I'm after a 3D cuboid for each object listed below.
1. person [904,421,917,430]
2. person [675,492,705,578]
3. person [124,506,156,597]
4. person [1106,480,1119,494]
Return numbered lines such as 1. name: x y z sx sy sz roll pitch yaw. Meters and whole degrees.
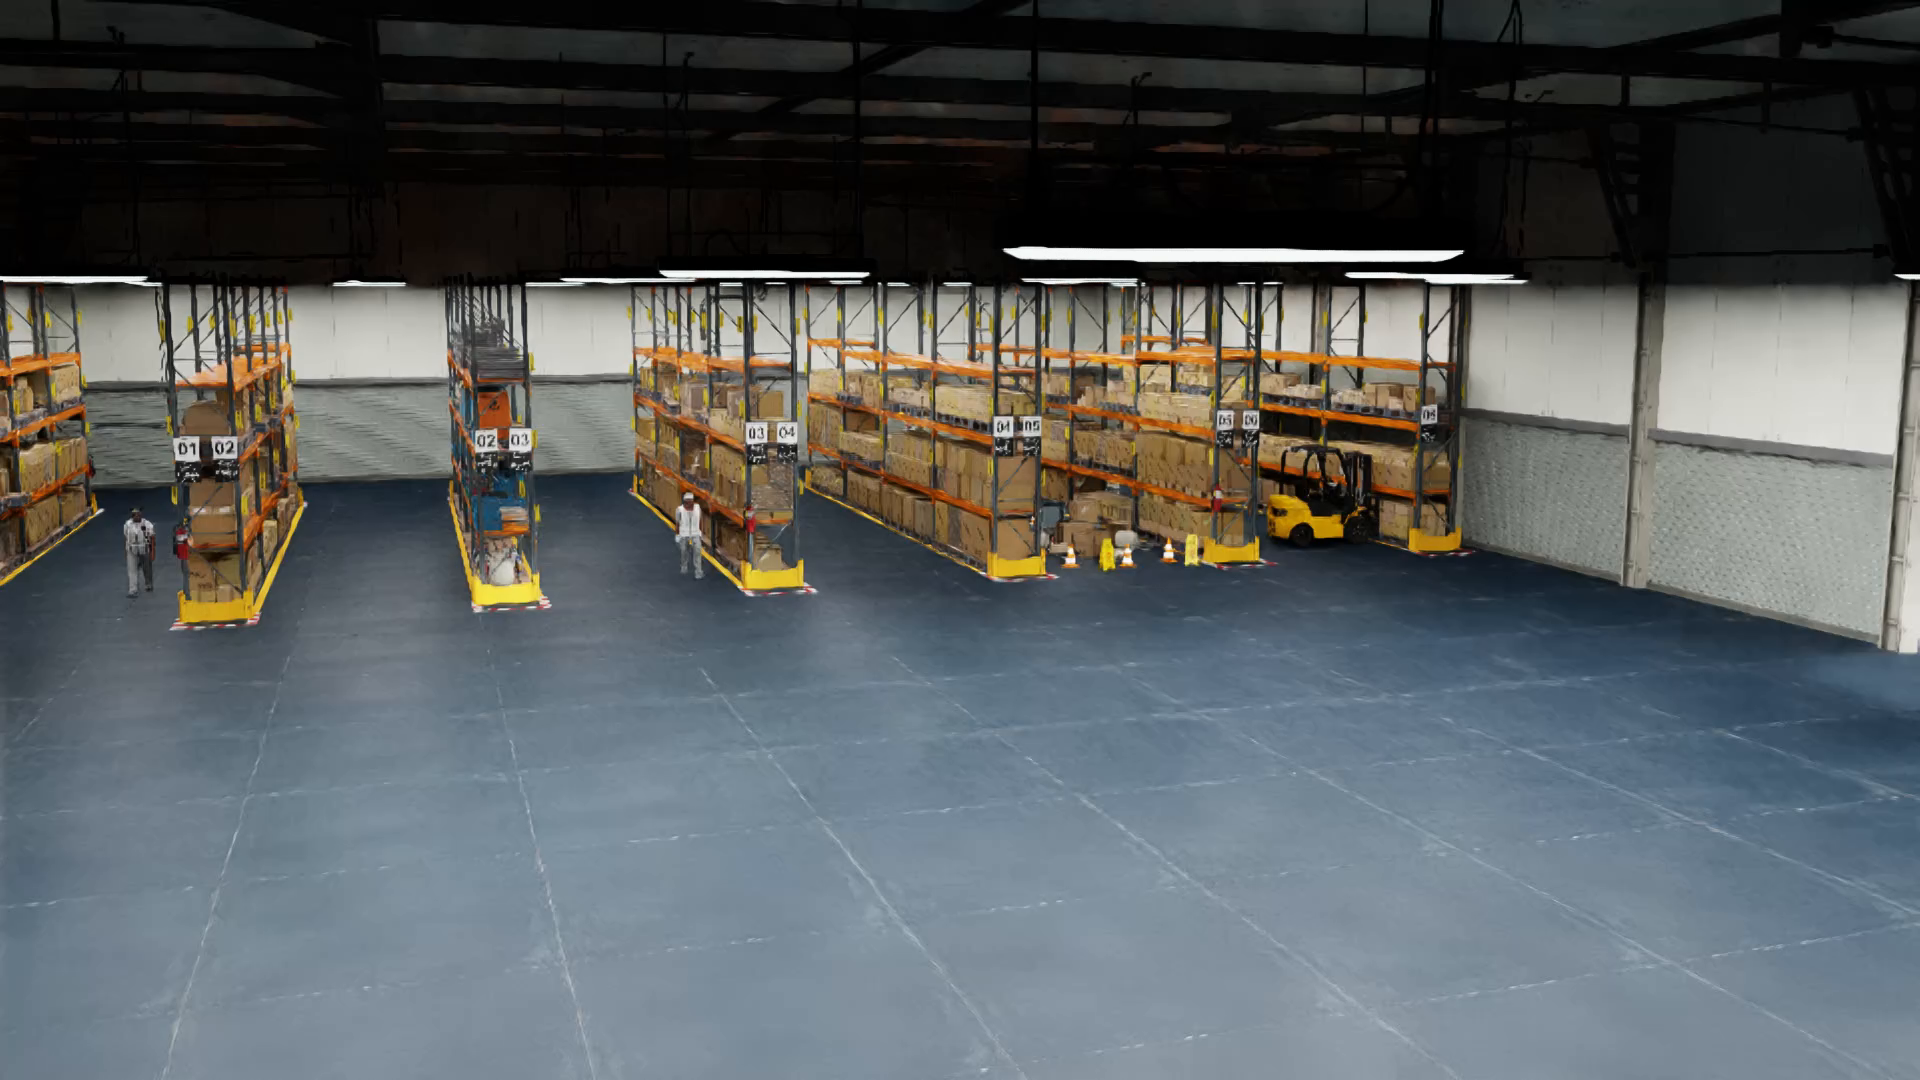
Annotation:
1. person: -1.519 -2.927 51.632 0.560 1.764 0.588 5 10 28
2. person: -5.396 -0.119 33.137 0.562 1.704 1.122 -2 9 -15
3. person: -15.372 0.187 31.182 0.537 1.676 1.120 -3 9 -20
4. person: 4.135 -2.091 45.876 0.577 1.785 0.650 2 9 11
